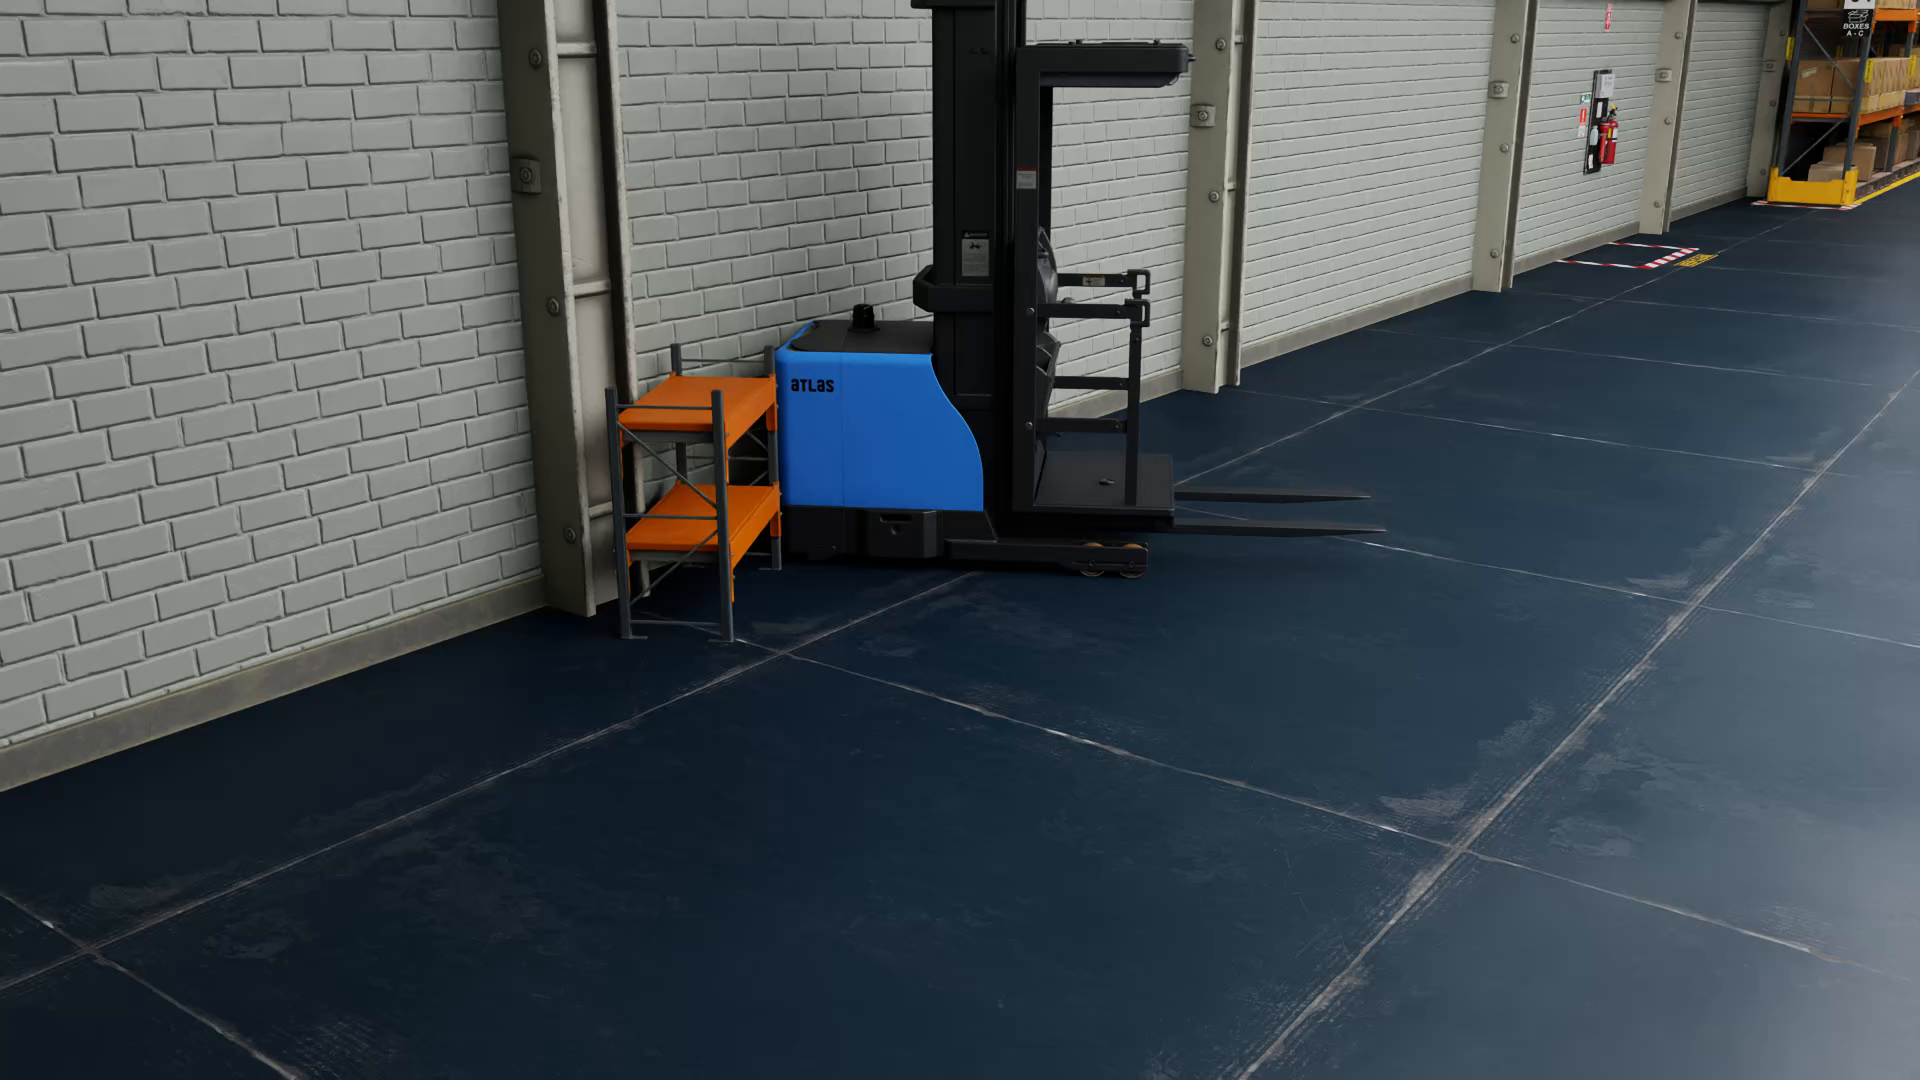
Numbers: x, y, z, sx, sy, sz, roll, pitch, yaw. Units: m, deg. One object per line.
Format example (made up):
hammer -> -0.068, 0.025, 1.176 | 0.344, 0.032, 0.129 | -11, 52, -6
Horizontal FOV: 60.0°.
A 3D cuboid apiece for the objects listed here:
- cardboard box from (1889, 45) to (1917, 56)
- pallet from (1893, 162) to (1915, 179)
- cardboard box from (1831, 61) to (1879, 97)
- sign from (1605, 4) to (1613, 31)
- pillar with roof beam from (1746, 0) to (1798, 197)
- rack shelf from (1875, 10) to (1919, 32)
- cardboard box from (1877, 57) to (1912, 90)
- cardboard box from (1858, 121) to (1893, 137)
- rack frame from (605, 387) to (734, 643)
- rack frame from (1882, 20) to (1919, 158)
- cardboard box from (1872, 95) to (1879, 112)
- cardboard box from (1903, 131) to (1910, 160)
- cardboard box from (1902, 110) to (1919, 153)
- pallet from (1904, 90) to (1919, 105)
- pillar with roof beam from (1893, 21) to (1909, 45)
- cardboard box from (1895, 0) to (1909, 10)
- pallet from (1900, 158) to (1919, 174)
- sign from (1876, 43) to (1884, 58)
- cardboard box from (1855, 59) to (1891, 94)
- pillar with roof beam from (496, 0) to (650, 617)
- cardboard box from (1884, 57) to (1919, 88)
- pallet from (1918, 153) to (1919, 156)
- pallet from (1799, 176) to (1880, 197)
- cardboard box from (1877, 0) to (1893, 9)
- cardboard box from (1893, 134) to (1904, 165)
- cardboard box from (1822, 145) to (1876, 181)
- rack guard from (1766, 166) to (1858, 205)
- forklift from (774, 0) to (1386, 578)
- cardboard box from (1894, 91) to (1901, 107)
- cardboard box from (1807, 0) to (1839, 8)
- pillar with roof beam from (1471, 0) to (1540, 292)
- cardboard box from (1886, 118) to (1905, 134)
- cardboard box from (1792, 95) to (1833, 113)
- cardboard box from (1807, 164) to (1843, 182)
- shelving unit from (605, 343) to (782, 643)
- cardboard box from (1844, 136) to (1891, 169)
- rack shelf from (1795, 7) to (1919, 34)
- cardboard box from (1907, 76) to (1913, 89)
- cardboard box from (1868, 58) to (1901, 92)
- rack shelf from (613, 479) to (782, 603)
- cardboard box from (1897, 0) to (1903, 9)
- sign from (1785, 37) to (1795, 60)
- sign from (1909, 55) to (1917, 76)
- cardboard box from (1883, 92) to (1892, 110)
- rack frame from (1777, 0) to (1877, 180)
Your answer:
cardboard box -> 17.696, -9.167, 31.238 | 0.500, 0.250, 0.500 | 13, 22, 36
pallet -> 16.440, -6.649, 29.799 | 1.003, 0.211, 1.213 | 12, 21, 35
cardboard box -> 13.393, -6.907, 24.883 | 0.500, 0.500, 0.500 | 12, 21, 35
sign -> 7.427, -5.982, 19.041 | 0.001, 0.298, 0.199 | 12, 21, 35
pillar with roof beam -> 16.047, -8.975, 22.470 | 9.100, 9.000, 0.400 | 12, 21, 35
rack shelf -> 16.442, -9.069, 29.044 | 1.077, 0.370, 4.000 | 12, 21, 35
cardboard box -> 15.217, -7.632, 27.218 | 0.500, 0.500, 0.500 | 12, 21, 35
cardboard box -> 15.936, -7.162, 28.956 | 0.500, 0.250, 0.500 | 12, 21, 34
rack frame -> -1.246, -0.097, 7.159 | 0.500, 1.125, 0.032 | 2, 17, 6
rack frame -> 17.634, -8.456, 30.916 | 1.000, 3.000, 0.127 | 12, 21, 35
cardboard box -> 13.711, -6.675, 25.400 | 0.500, 0.250, 0.500 | 12, 21, 33
cardboard box -> 16.847, -7.190, 30.311 | 0.700, 0.500, 0.500 | 12, 21, 35
cardboard box -> 18.178, -7.782, 31.662 | 0.750, 0.750, 0.750 | 12, 21, 34
pallet -> 15.823, -7.568, 28.380 | 1.003, 0.211, 1.213 | 12, 21, 35
pillar with roof beam -> 23.197, -11.833, 31.674 | 9.100, 9.000, 0.400 | 12, 21, 35
cardboard box -> 14.837, -8.711, 26.477 | 0.500, 0.500, 0.500 | 10, 20, 30
pallet -> 17.167, -6.939, 30.731 | 1.003, 0.211, 1.213 | 12, 21, 35
sign -> 17.186, -9.106, 31.058 | 0.100, 0.325, 0.005 | 12, 21, 35
cardboard box -> 14.009, -7.145, 25.650 | 0.500, 0.500, 0.500 | 12, 21, 33
pillar with roof beam -> 1.747, -3.258, 4.063 | 9.100, 9.000, 0.400 | 12, 21, 35
cardboard box -> 16.638, -8.300, 29.502 | 0.700, 0.500, 0.500 | 12, 21, 35
pallet -> 18.164, -7.299, 31.891 | 1.003, 0.211, 1.213 | 12, 21, 35
pallet -> 14.153, -5.714, 26.787 | 1.003, 0.211, 1.213 | 12, 21, 35
cardboard box -> 13.616, -8.198, 24.823 | 0.500, 0.500, 0.500 | 14, 22, 38
cardboard box -> 16.280, -6.944, 29.521 | 0.700, 0.500, 0.500 | 13, 21, 35
cardboard box -> 14.169, -6.018, 26.537 | 0.700, 0.500, 0.500 | 11, 20, 31
rack guard -> 12.913, -5.375, 25.209 | 1.175, 0.500, 0.348 | 12, 21, 35
forklift -> 0.619, -1.380, 8.244 | 3.031, 2.935, 1.130 | 2, 17, 6
cardboard box -> 14.908, -7.158, 26.954 | 0.500, 0.250, 0.500 | 13, 21, 35
cardboard box -> 12.913, -8.185, 24.782 | 0.500, 0.500, 0.500 | 14, 22, 39
pillar with roof beam -> 8.897, -6.116, 13.266 | 9.100, 9.000, 0.400 | 12, 21, 35
cardboard box -> 16.555, -7.402, 29.730 | 0.500, 0.250, 0.500 | 12, 21, 34
cardboard box -> 12.990, -6.634, 25.268 | 0.500, 0.250, 0.500 | 13, 21, 35
cardboard box -> 13.352, -5.626, 25.593 | 0.500, 0.311, 0.500 | 10, 20, 29
shelving unit -> -1.192, -0.247, 7.642 | 0.538, 1.125, 1.048 | 2, 17, 6
cardboard box -> 15.676, -6.698, 28.728 | 0.700, 0.500, 0.500 | 13, 22, 37
rack shelf -> 14.059, -8.116, 25.976 | 1.077, 0.370, 4.000 | 12, 21, 35
cardboard box -> 15.920, -8.008, 28.564 | 0.700, 0.500, 0.500 | 15, 23, 40
cardboard box -> 14.616, -7.394, 26.451 | 0.500, 0.500, 0.500 | 12, 21, 33
rack shelf -> -1.192, -0.013, 7.714 | 0.538, 0.278, 1.000 | 2, 17, 6
cardboard box -> 14.224, -8.453, 25.647 | 0.500, 0.500, 0.500 | 14, 22, 38
sign -> 12.434, -7.357, 24.893 | 0.100, 0.325, 0.005 | 12, 21, 35
sign -> 15.691, -7.823, 27.417 | 0.100, 0.325, 0.005 | 12, 21, 35
cardboard box -> 14.322, -6.915, 26.173 | 0.500, 0.250, 0.500 | 13, 21, 35
rack frame -> 12.867, -6.551, 24.780 | 1.000, 3.000, 0.127 | 12, 21, 35
